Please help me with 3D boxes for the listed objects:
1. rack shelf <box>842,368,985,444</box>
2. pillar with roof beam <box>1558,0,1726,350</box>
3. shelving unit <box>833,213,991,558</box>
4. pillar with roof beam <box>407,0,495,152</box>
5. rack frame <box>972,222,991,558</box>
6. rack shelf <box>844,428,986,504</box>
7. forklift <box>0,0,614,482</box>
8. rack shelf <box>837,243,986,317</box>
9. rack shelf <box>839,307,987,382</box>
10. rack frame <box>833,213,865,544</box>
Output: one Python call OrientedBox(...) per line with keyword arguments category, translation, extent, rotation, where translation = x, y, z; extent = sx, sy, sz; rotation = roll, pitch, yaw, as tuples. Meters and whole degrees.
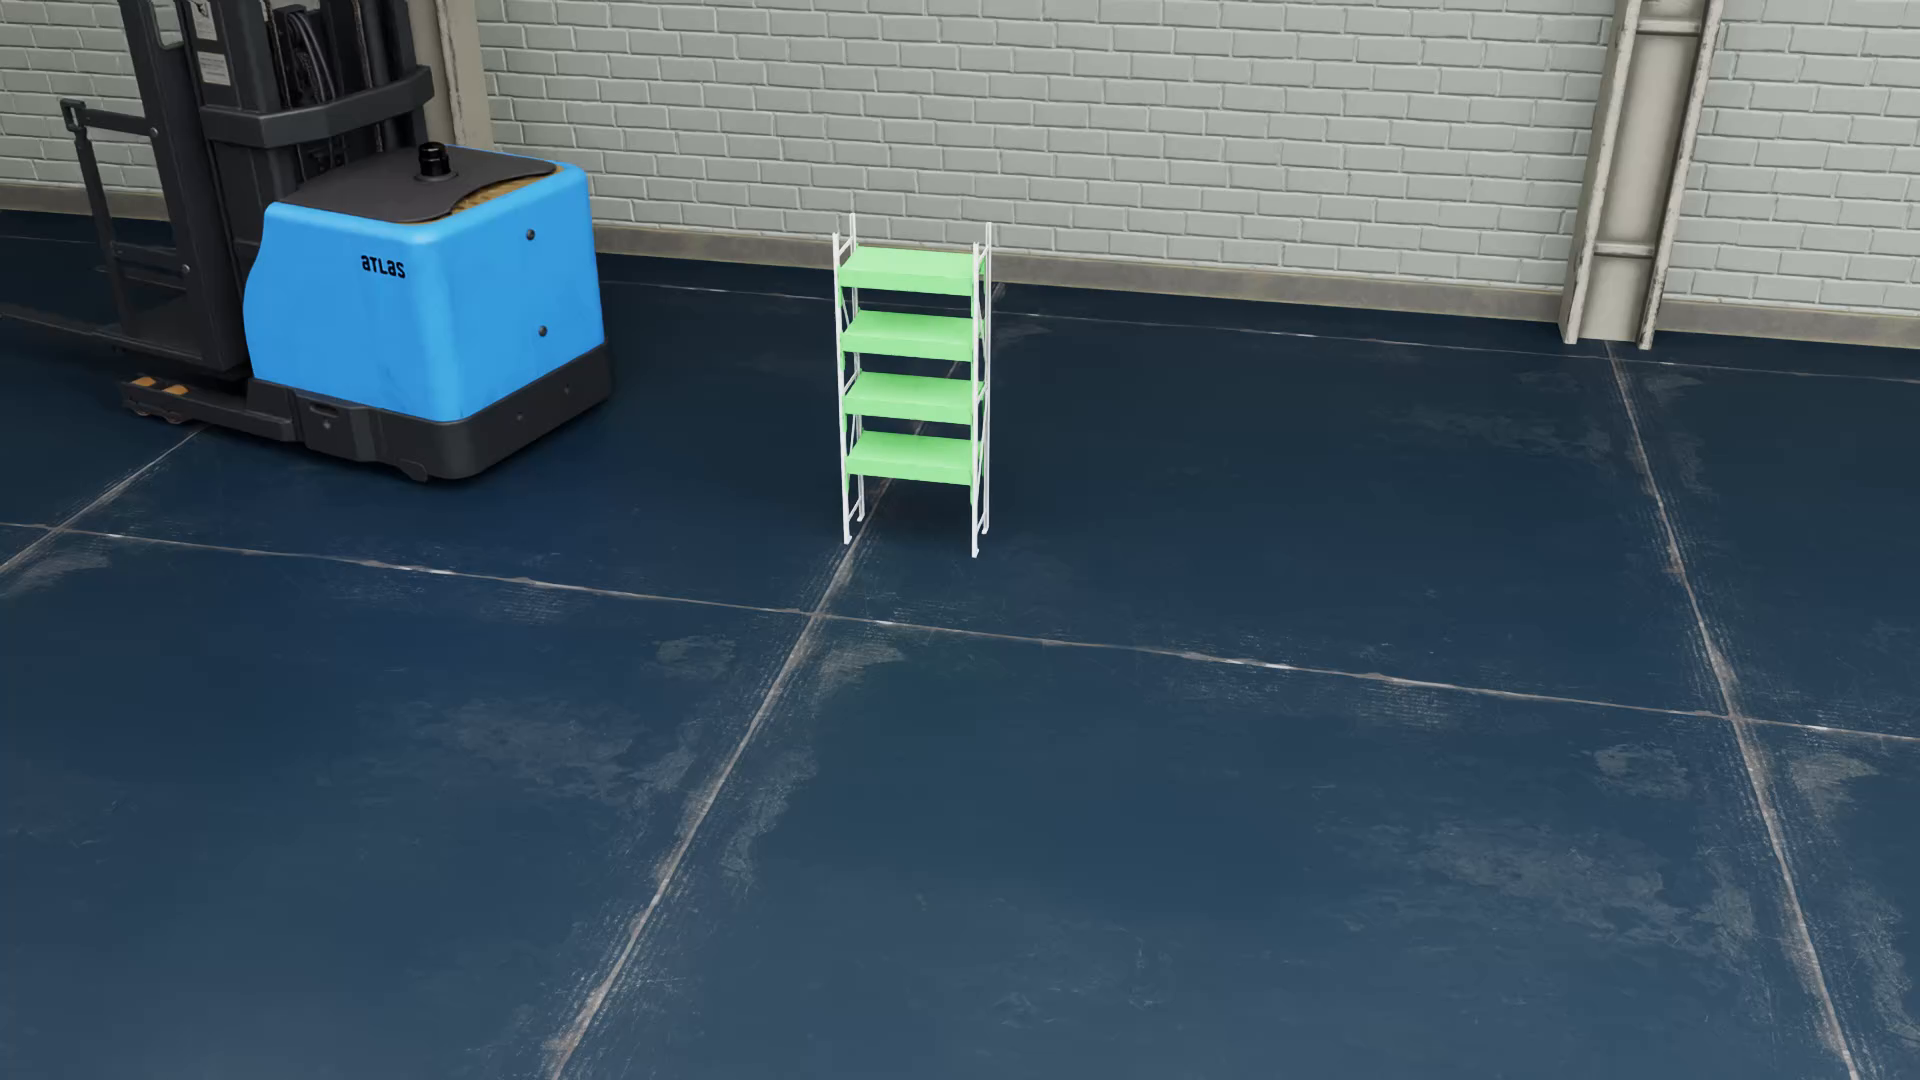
OrientedBox(category="rack shelf", translation=(-0.162, -0.487, 6.023), extent=(0.480, 0.148, 0.258), rotation=(6, 29, 11))
OrientedBox(category="pillar with roof beam", translation=(2.223, -2.922, 2.216), extent=(0.400, 9.000, 9.100), rotation=(6, 29, 11))
OrientedBox(category="shelving unit", translation=(-0.162, -0.543, 5.992), extent=(0.503, 1.200, 0.258), rotation=(6, 29, 11))
OrientedBox(category="pillar with roof beam", translation=(-3.645, -3.524, 3.315), extent=(0.400, 9.000, 9.100), rotation=(6, 29, 11))
OrientedBox(category="rack frame", translation=(0.077, -0.518, 5.947), extent=(0.015, 1.200, 0.240), rotation=(6, 29, 11))
OrientedBox(category="rack shelf", translation=(-0.162, -0.276, 6.138), extent=(0.480, 0.148, 0.258), rotation=(6, 29, 11))
OrientedBox(category="forklift", translation=(-3.069, -1.994, 6.840), extent=(3.031, 2.935, 1.130), rotation=(13, 31, 23))
OrientedBox(category="rack shelf", translation=(-0.162, -0.908, 5.792), extent=(0.480, 0.148, 0.258), rotation=(6, 29, 11))
OrientedBox(category="rack shelf", translation=(-0.162, -0.697, 5.908), extent=(0.480, 0.148, 0.258), rotation=(6, 29, 11))
OrientedBox(category="rack frame", translation=(-0.401, -0.567, 6.037), extent=(0.015, 1.200, 0.240), rotation=(6, 29, 11))
